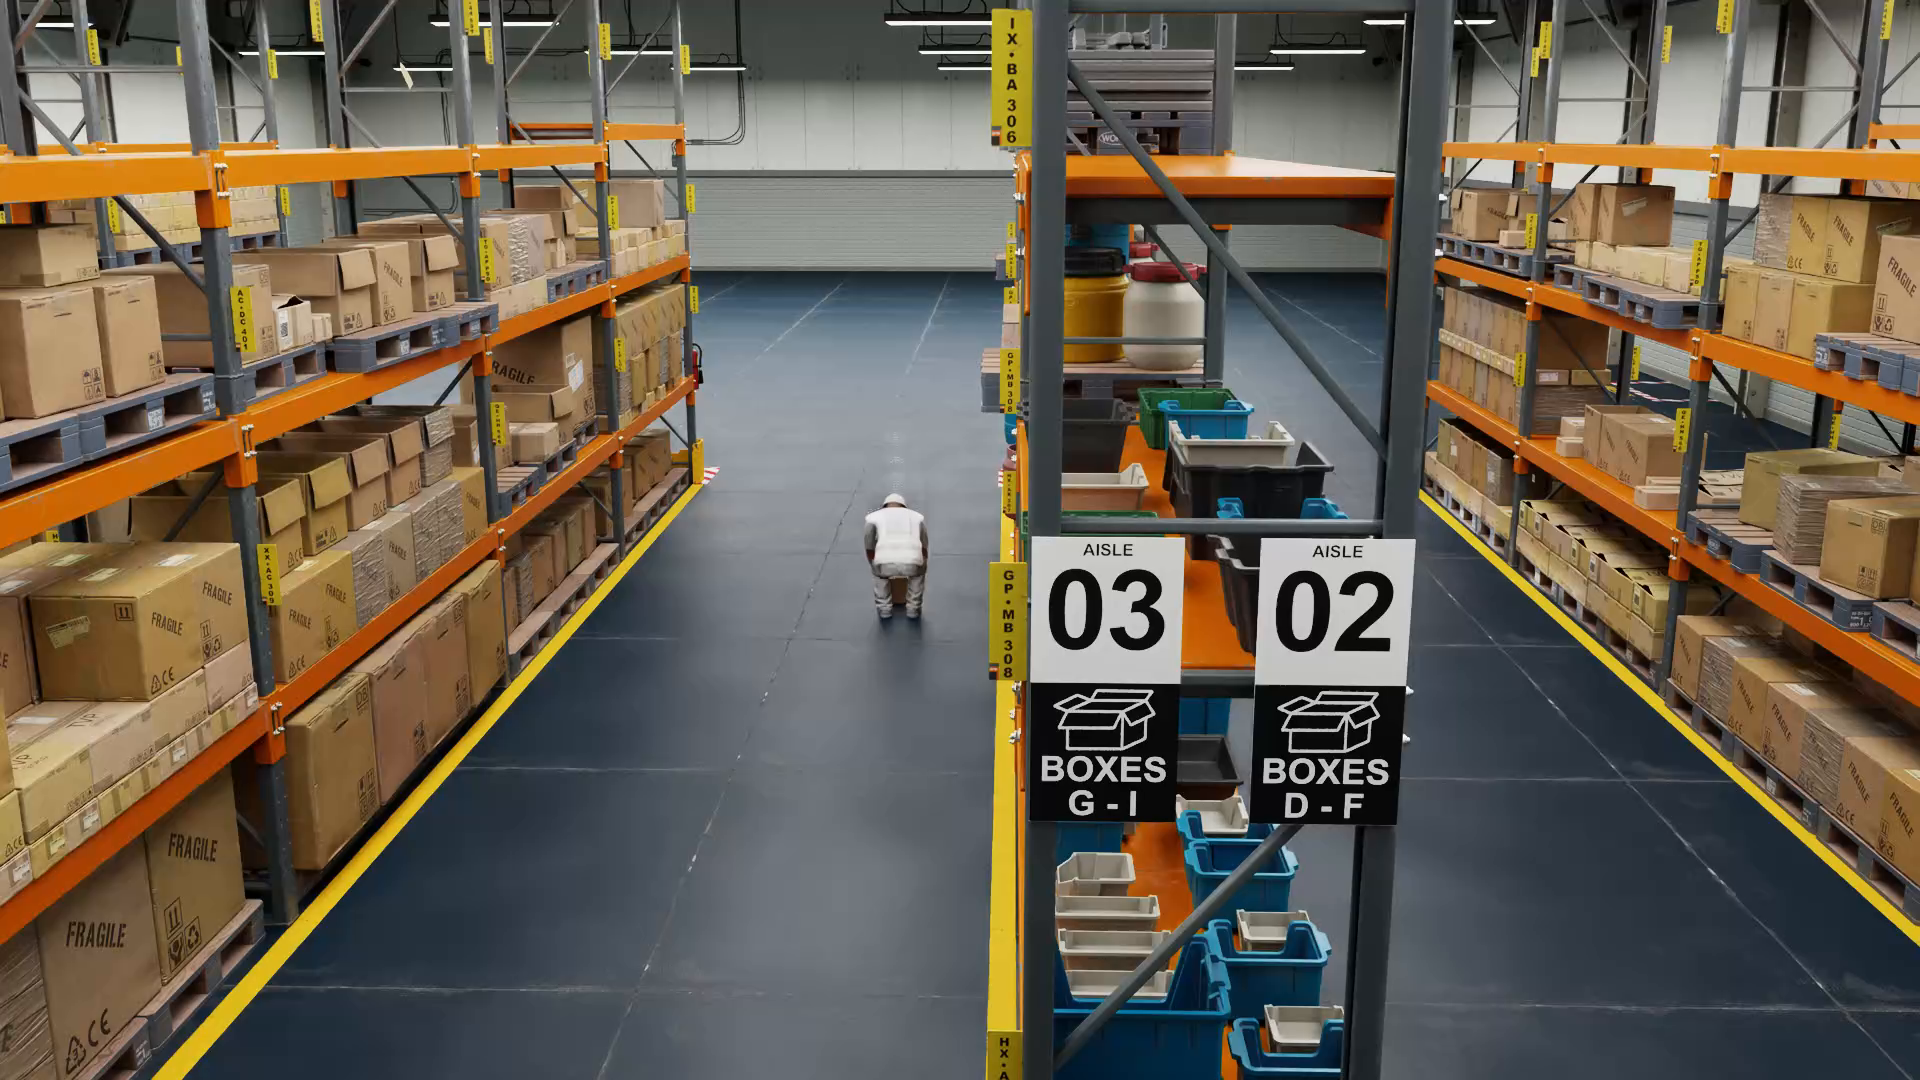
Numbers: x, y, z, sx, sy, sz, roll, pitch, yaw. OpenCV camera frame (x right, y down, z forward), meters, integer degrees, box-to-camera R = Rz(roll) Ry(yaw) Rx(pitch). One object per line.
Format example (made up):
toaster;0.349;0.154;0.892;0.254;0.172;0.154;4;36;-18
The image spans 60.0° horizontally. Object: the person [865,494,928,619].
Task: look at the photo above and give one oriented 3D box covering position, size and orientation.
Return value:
person;-0.581;0.154;14.952;0.574;1.014;0.902;0;14;1
